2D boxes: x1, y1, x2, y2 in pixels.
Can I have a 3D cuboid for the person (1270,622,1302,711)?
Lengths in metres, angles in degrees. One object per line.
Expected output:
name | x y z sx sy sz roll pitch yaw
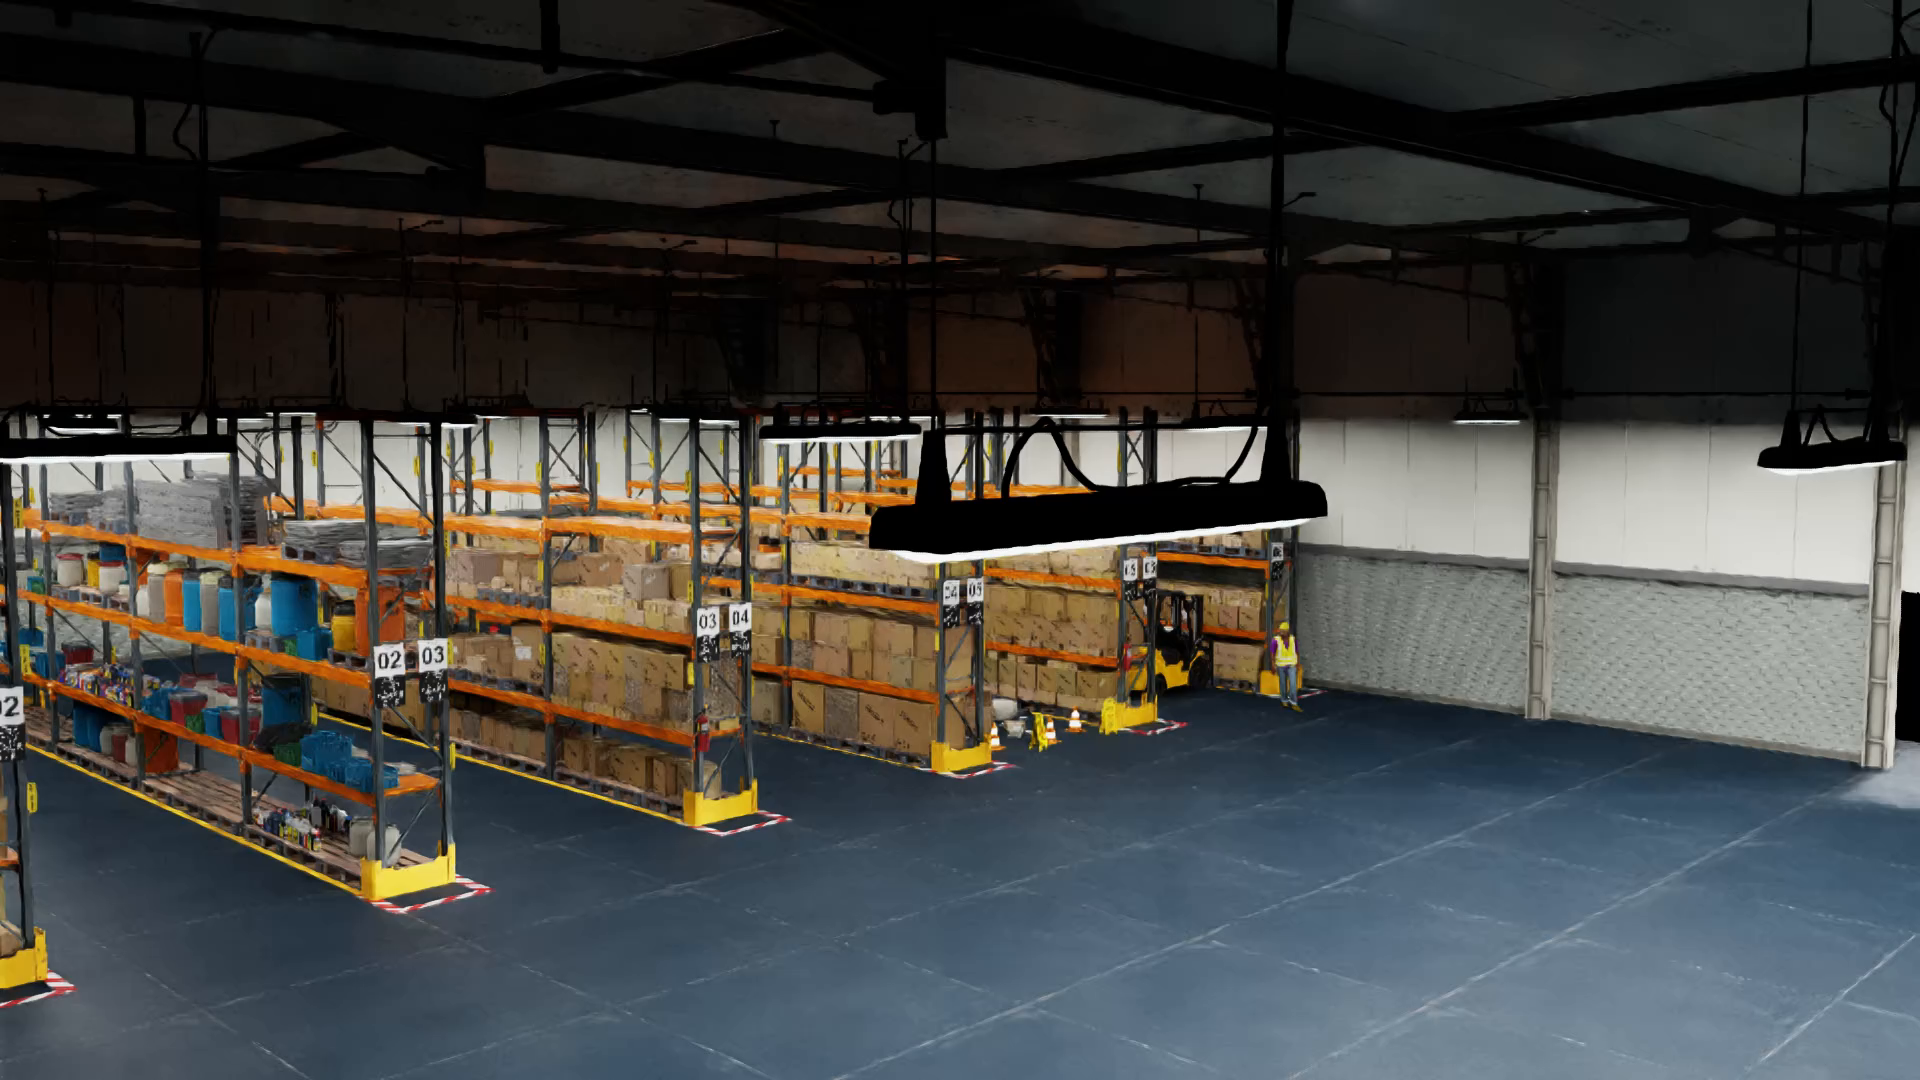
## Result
person | 6.527 2.513 33.320 0.648 1.787 0.533 1 5 6

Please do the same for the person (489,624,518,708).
person | -9.313 2.521 33.245 0.543 1.709 1.123 -5 7 -43
